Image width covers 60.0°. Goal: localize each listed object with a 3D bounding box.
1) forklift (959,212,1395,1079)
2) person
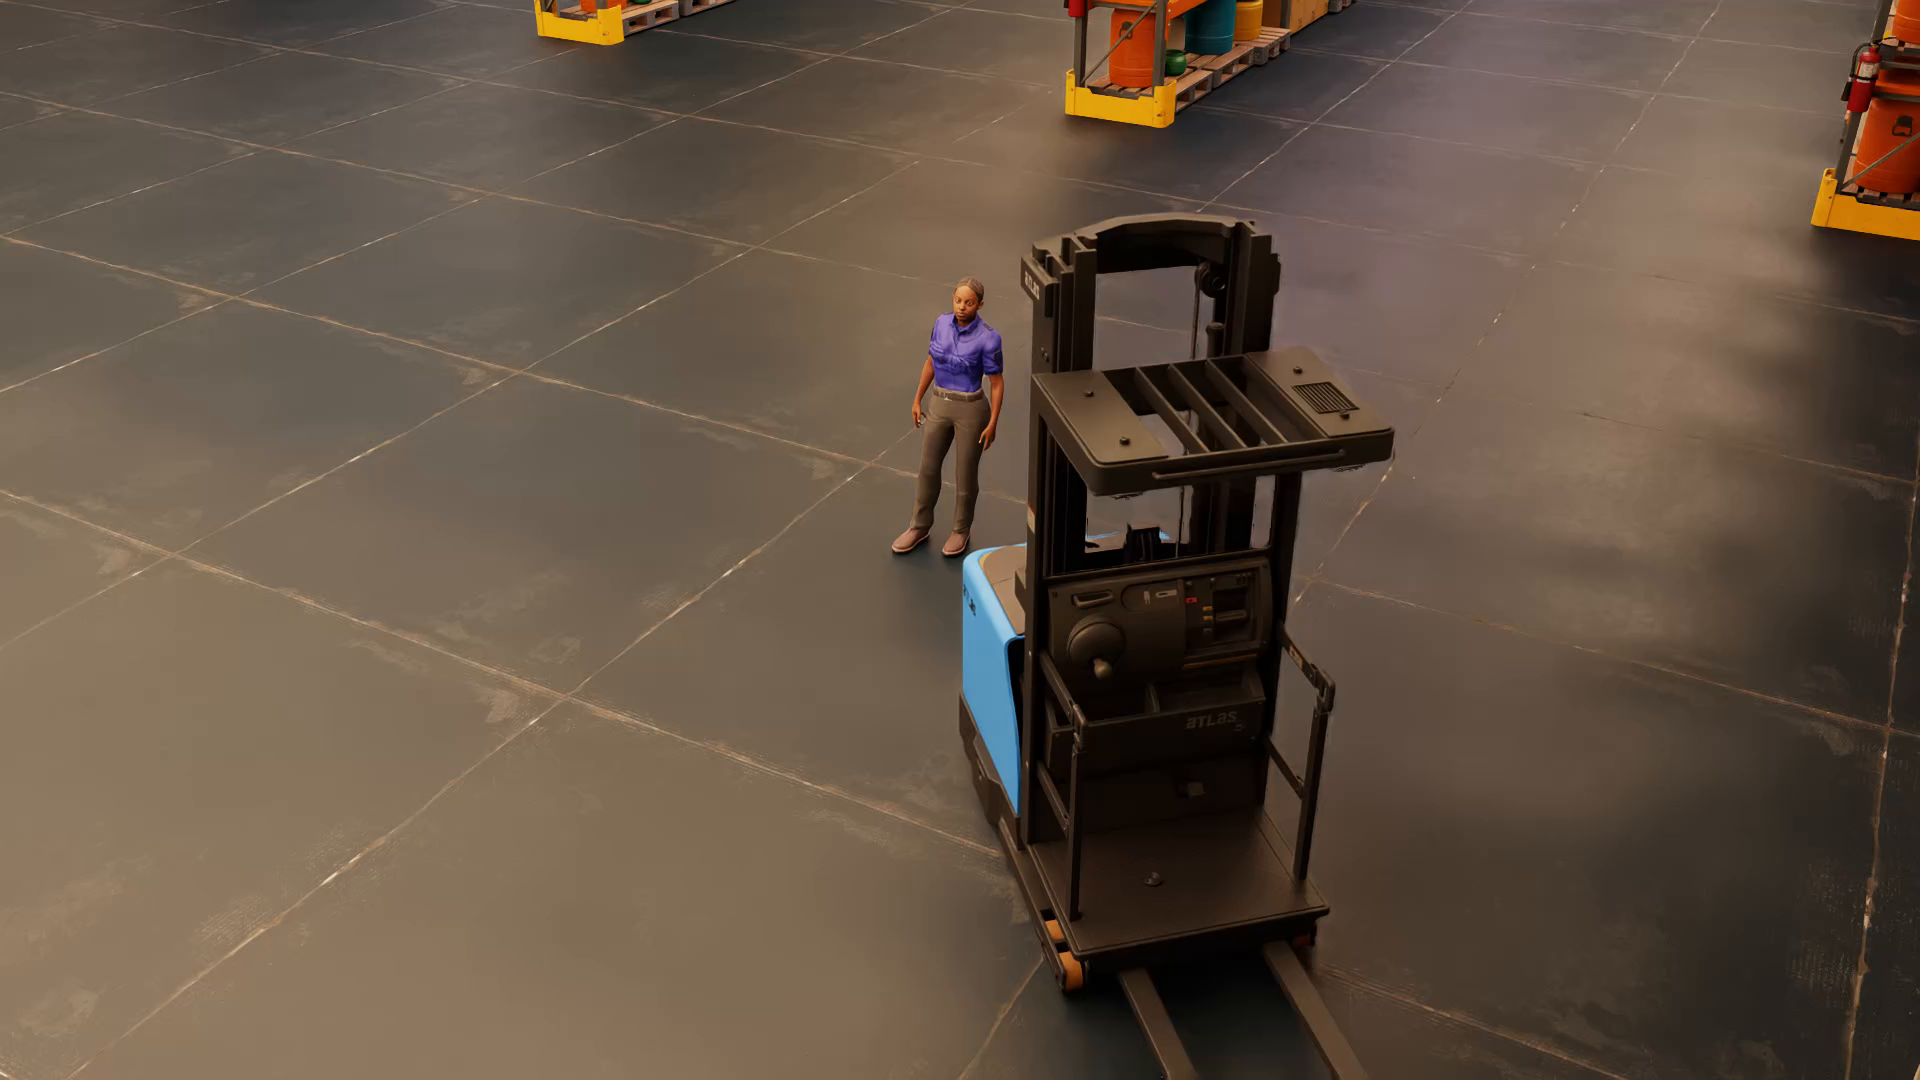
[{"bbox_3d":[0.858,0.363,6.441,1.130,2.935,3.031,-7,31,-12],"label":"forklift"},{"bbox_3d":[-0.060,-0.689,9.528,0.569,1.654,0.504,15,33,25],"label":"person"}]
